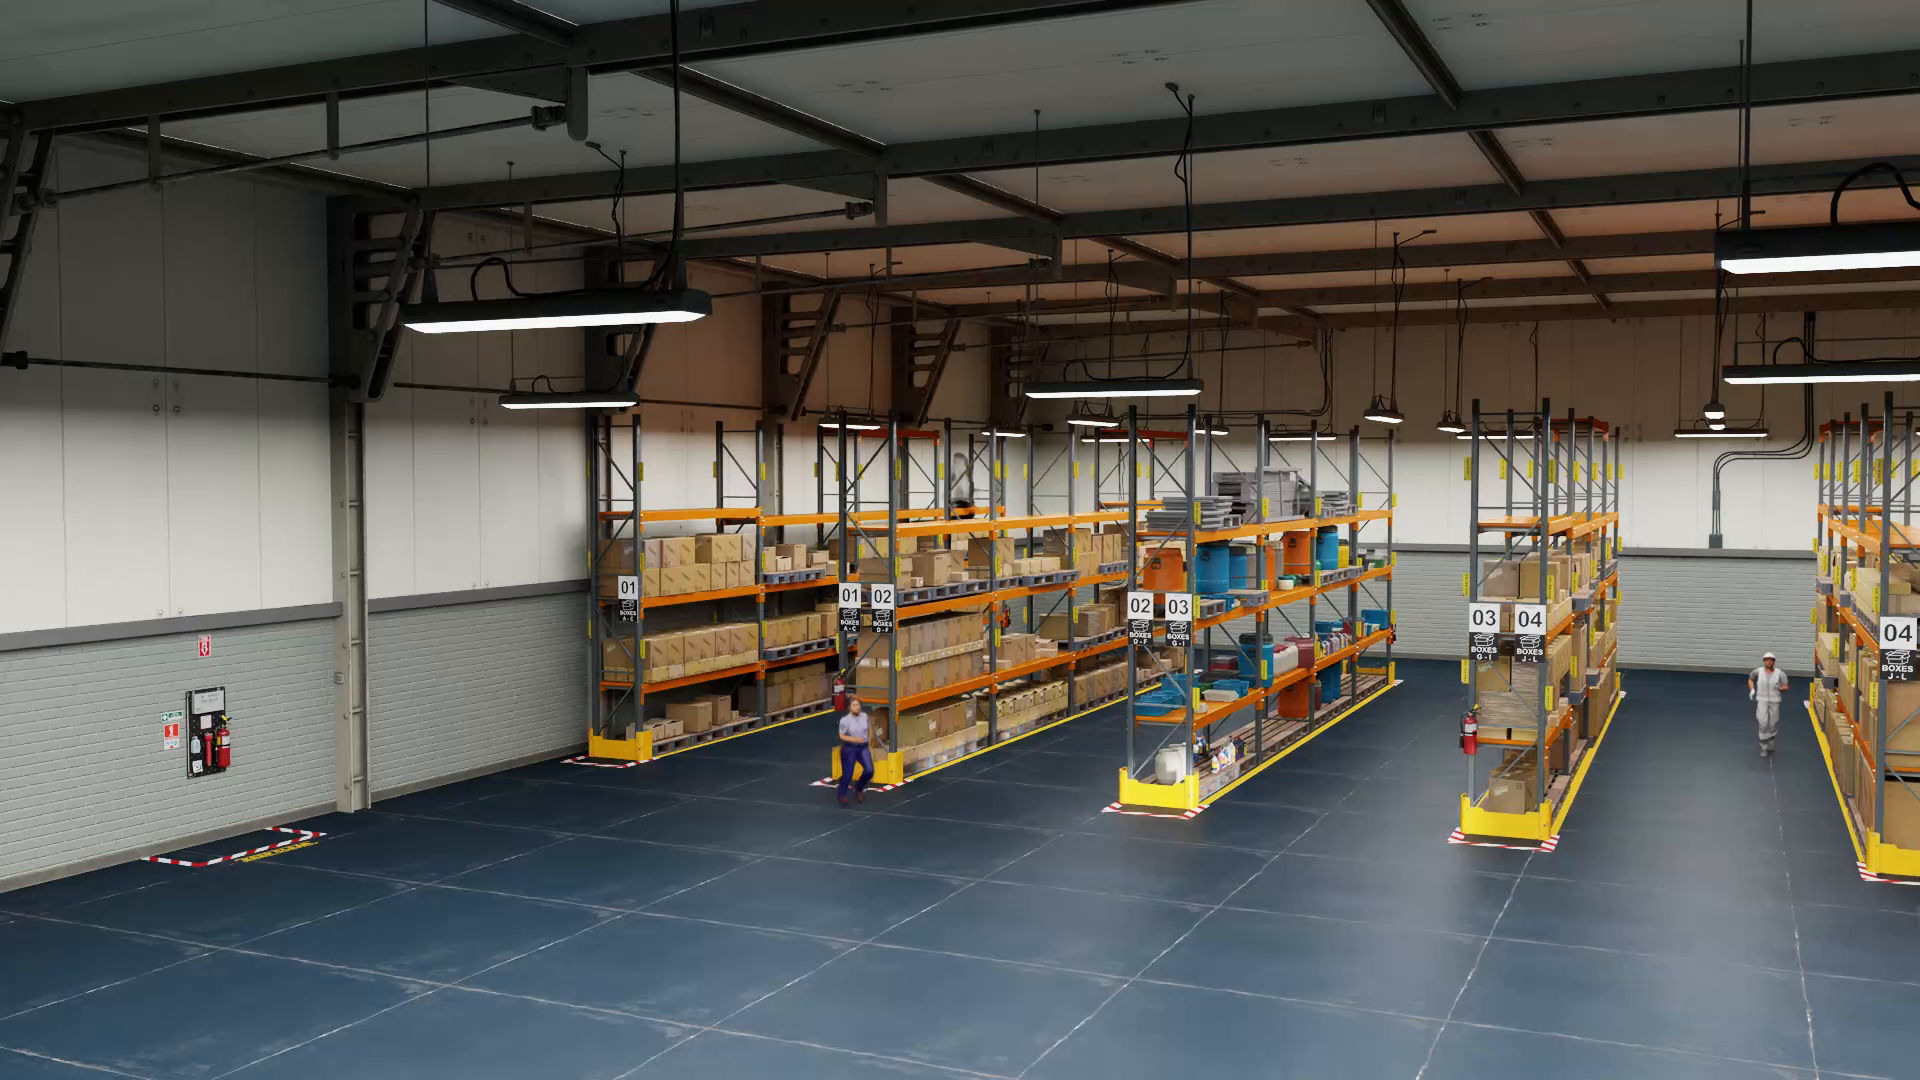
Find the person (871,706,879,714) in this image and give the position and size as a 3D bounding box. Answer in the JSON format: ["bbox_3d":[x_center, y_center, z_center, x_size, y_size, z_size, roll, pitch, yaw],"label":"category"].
[{"bbox_3d":[-1.575,2.855,31.906,0.597,1.660,0.569,1,2,19],"label":"person"}]

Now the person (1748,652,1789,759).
[{"bbox_3d":[14.258,2.892,29.327,0.640,1.824,0.815,1,3,24],"label":"person"}]

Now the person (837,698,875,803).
[{"bbox_3d":[-1.543,3.158,24.866,0.619,1.601,0.801,-1,3,-27],"label":"person"}]
